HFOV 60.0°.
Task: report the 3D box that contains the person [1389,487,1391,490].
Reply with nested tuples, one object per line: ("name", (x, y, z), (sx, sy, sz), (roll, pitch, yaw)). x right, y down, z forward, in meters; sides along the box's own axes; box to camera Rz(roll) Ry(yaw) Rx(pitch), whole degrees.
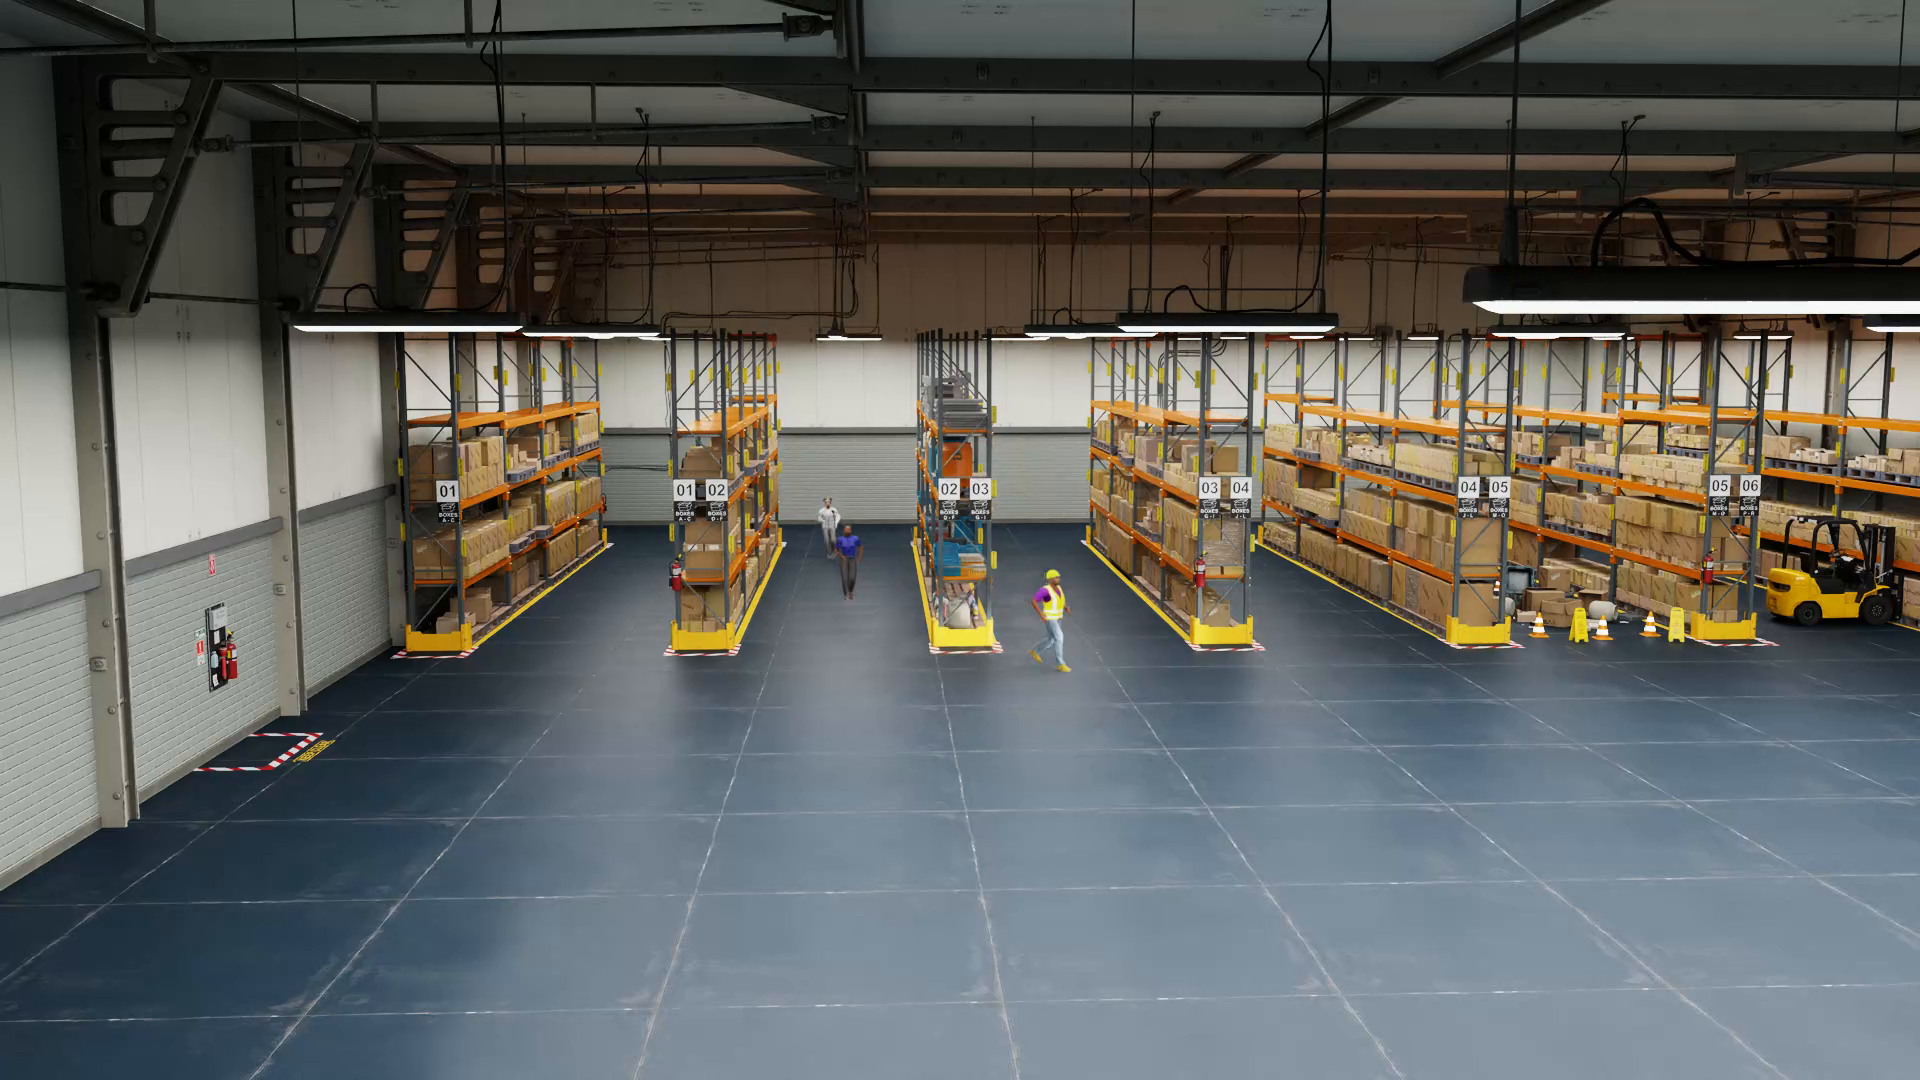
("person", (12.881, -0.882, 49.438), (0.680, 1.638, 0.540), (-1, 7, -6))

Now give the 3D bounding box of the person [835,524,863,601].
("person", (-2.341, 0.494, 35.204), (0.608, 1.623, 0.493), (-1, 7, -10))

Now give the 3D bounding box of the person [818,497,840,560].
("person", (-3.467, -0.300, 44.067), (0.588, 1.686, 0.653), (-1, 7, -4))

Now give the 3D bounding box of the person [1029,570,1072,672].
("person", (1.599, 1.400, 29.345), (0.913, 1.772, 0.696), (4, 8, 31))
